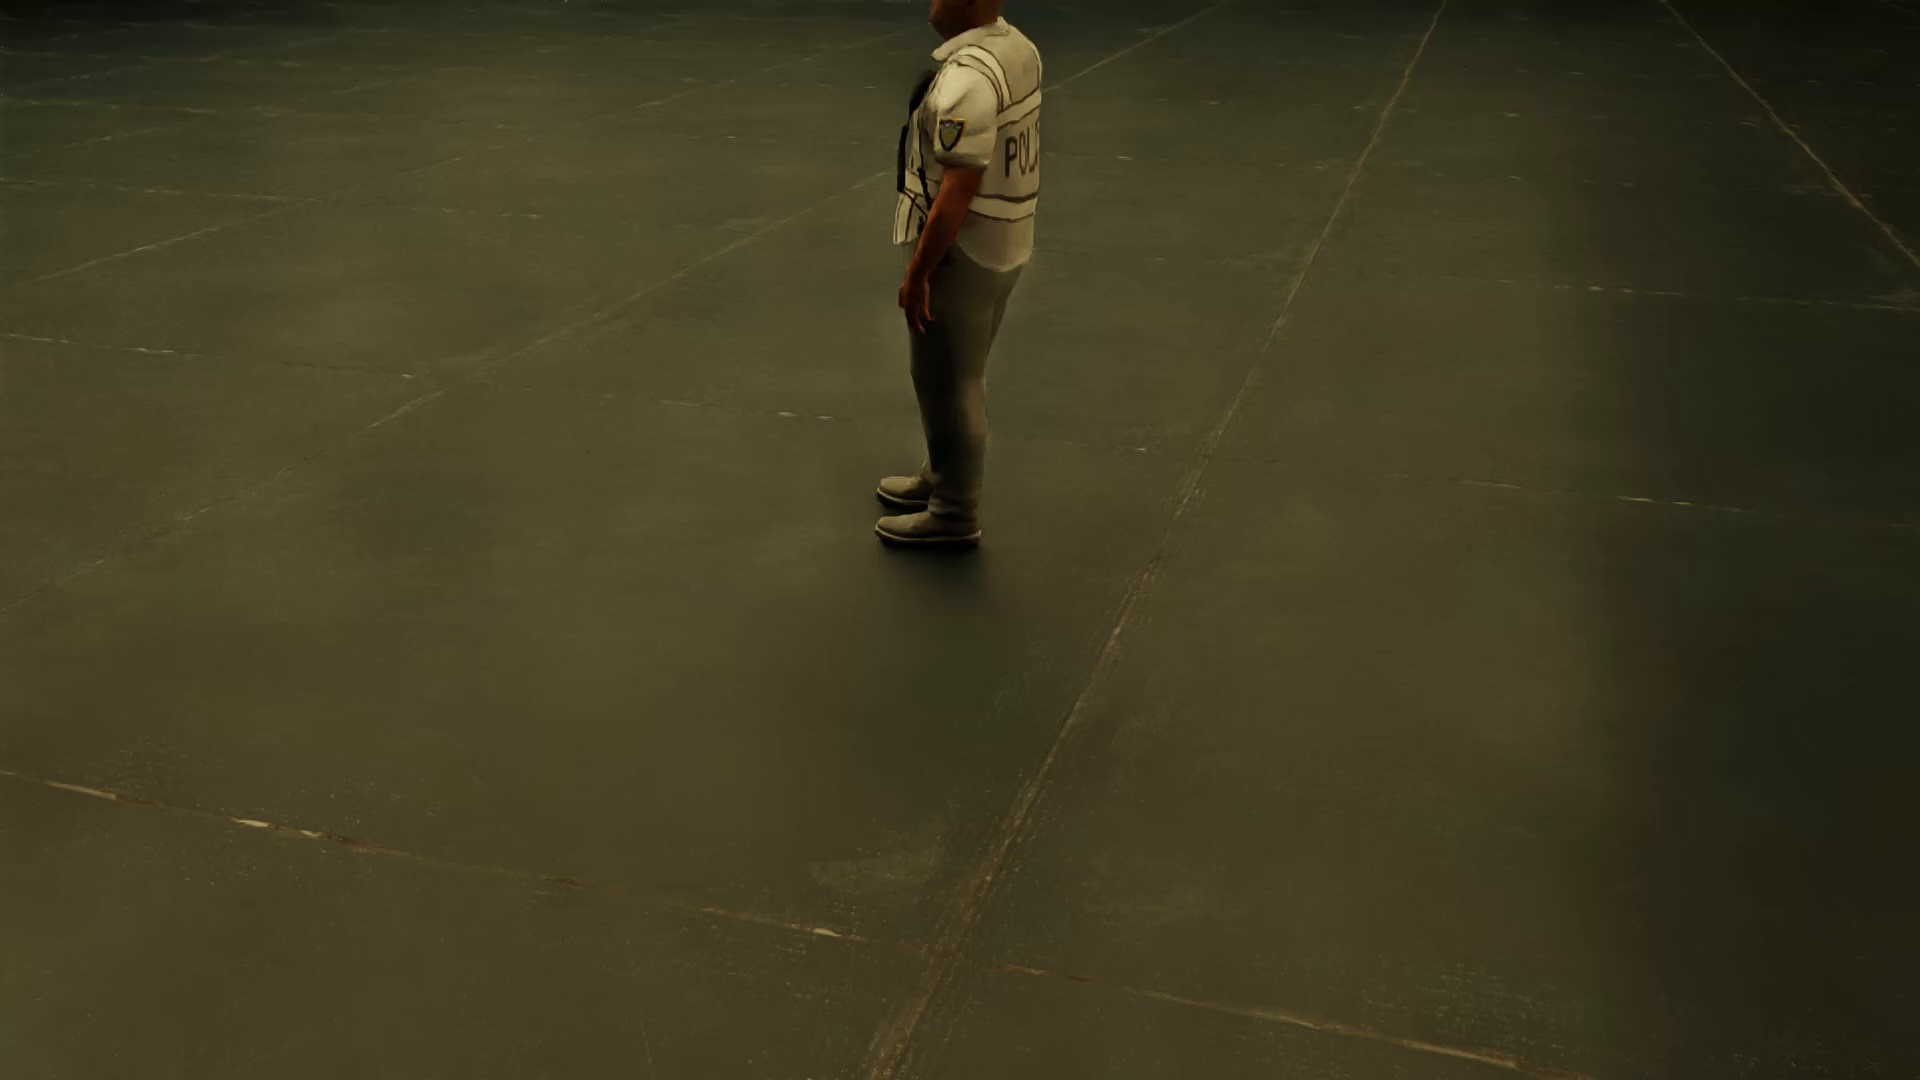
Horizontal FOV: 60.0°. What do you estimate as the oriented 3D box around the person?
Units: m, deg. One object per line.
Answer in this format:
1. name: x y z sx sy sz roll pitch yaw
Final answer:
1. person: -0.071 -0.844 4.810 0.574 1.781 0.640 7 23 16
